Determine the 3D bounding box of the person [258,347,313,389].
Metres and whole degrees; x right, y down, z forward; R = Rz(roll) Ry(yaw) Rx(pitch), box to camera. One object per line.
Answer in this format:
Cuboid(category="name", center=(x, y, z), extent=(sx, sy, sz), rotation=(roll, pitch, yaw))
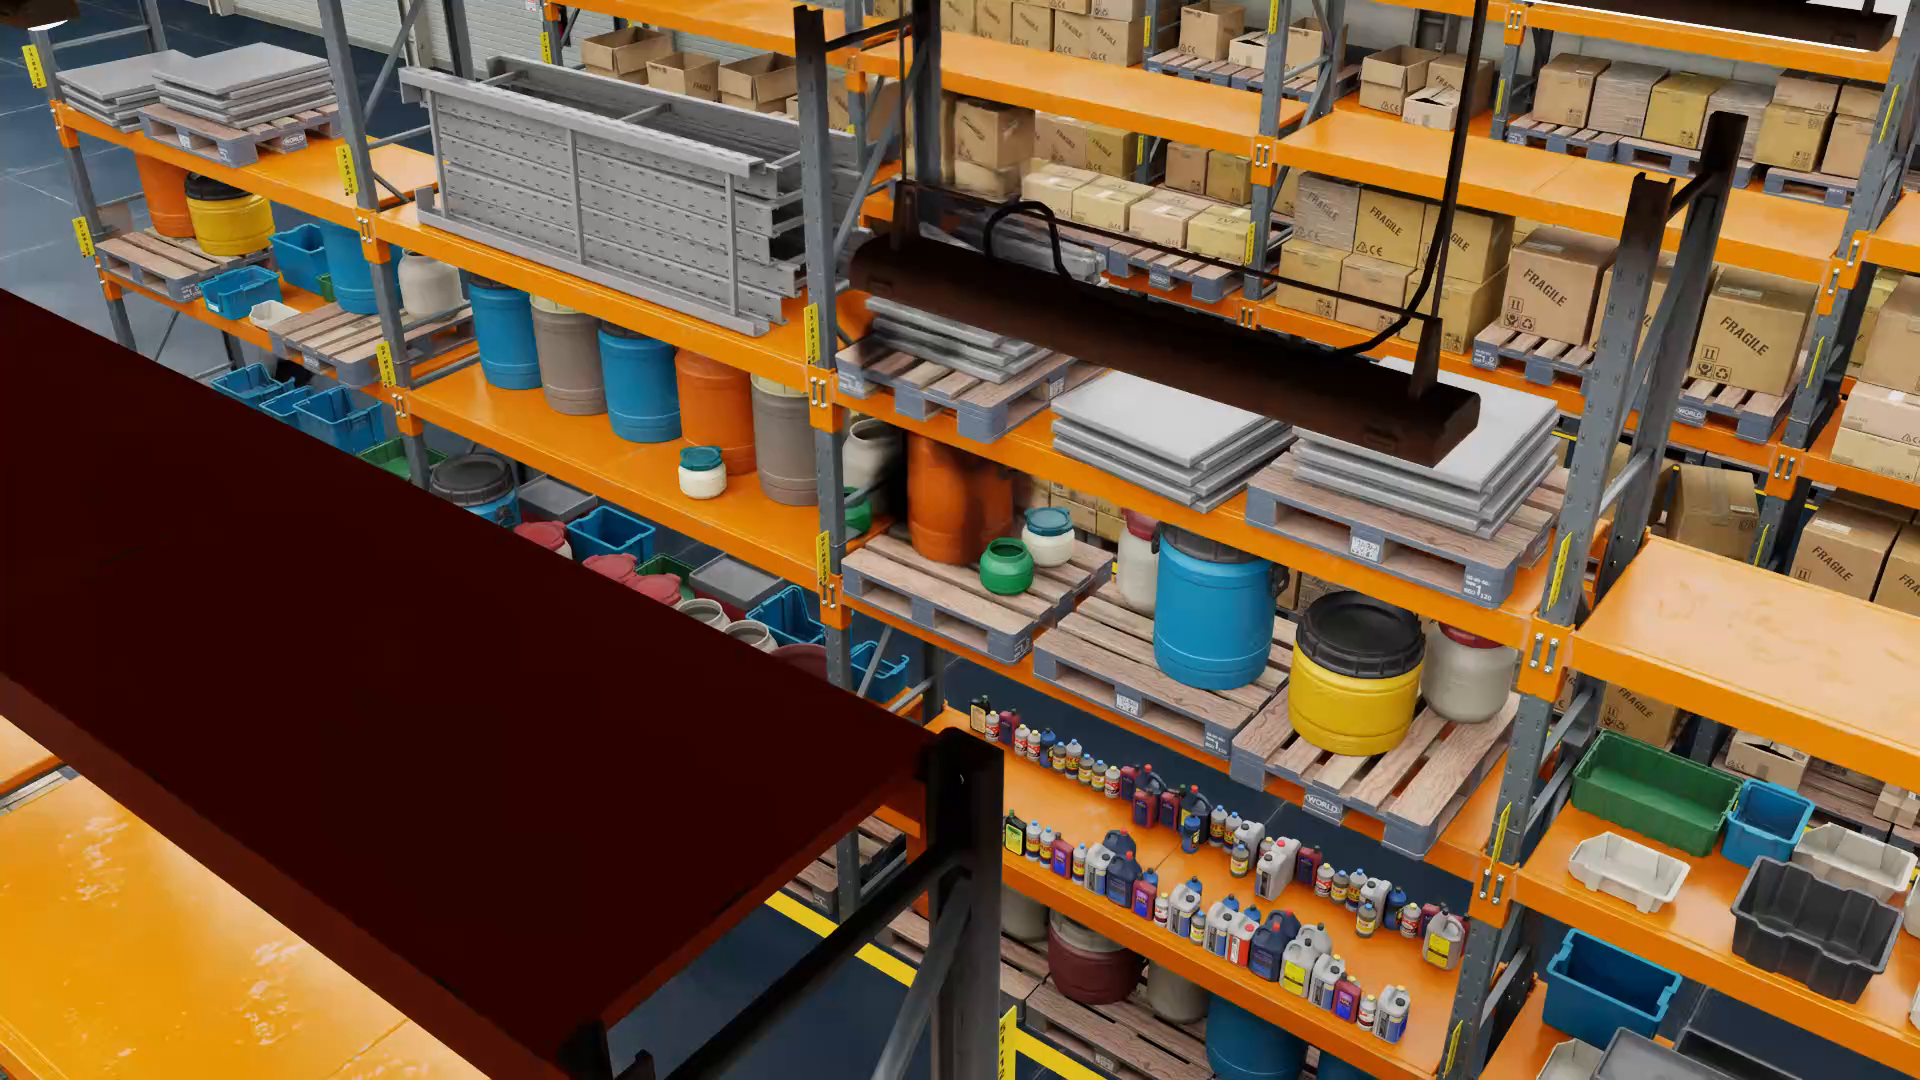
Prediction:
Cuboid(category="person", center=(-6.464, -1.489, 16.121), extent=(0.822, 1.699, 0.698), rotation=(9, 33, 15))
